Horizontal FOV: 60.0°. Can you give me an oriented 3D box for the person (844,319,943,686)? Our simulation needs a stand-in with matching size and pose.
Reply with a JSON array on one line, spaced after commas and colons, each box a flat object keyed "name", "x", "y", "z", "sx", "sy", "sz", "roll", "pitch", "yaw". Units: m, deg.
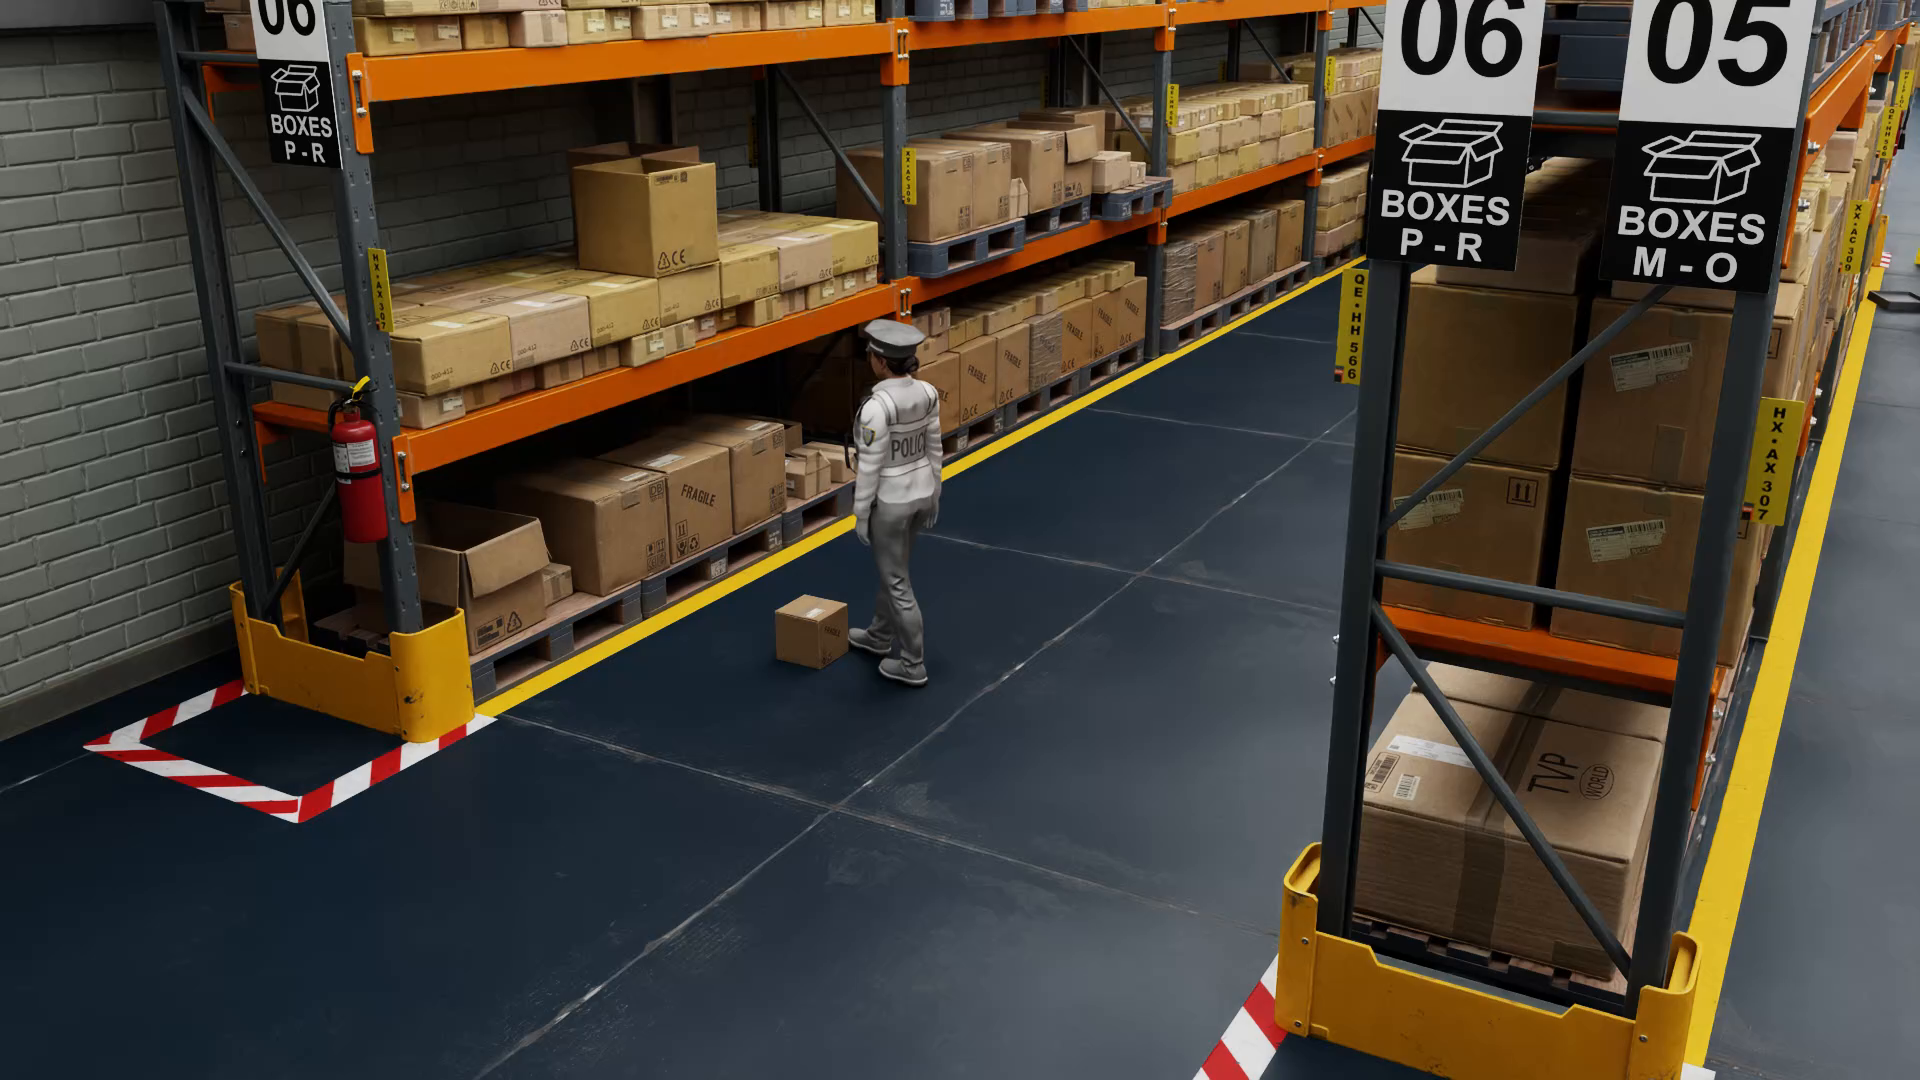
[{"name": "person", "x": -0.390, "y": -0.184, "z": 7.543, "sx": 0.612, "sy": 1.668, "sz": 0.481, "roll": 13, "pitch": 23, "yaw": 33}]
